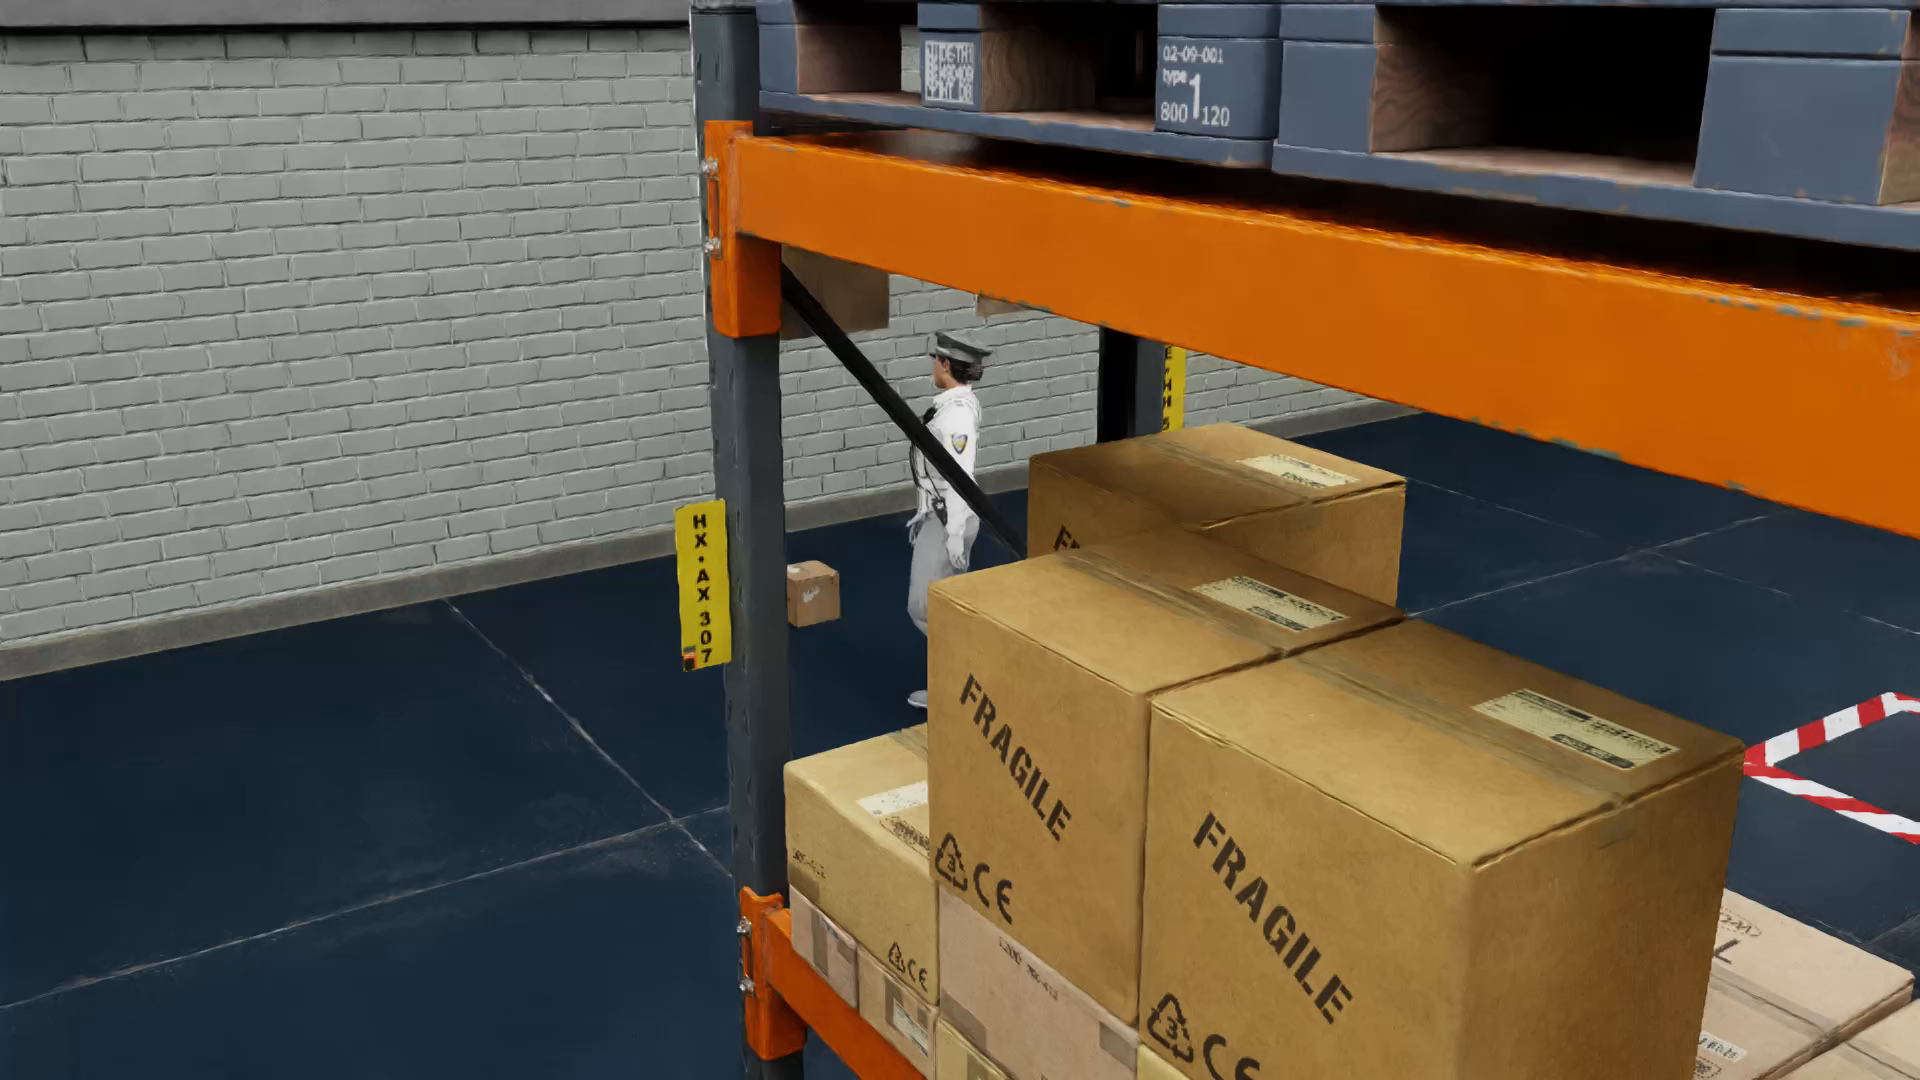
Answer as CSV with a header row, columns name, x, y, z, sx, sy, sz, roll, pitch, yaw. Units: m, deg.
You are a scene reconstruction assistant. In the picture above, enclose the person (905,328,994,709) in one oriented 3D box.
name,x,y,z,sx,sy,sz,roll,pitch,yaw
person,-0.037,-0.059,7.211,0.417,1.675,0.568,0,18,0
